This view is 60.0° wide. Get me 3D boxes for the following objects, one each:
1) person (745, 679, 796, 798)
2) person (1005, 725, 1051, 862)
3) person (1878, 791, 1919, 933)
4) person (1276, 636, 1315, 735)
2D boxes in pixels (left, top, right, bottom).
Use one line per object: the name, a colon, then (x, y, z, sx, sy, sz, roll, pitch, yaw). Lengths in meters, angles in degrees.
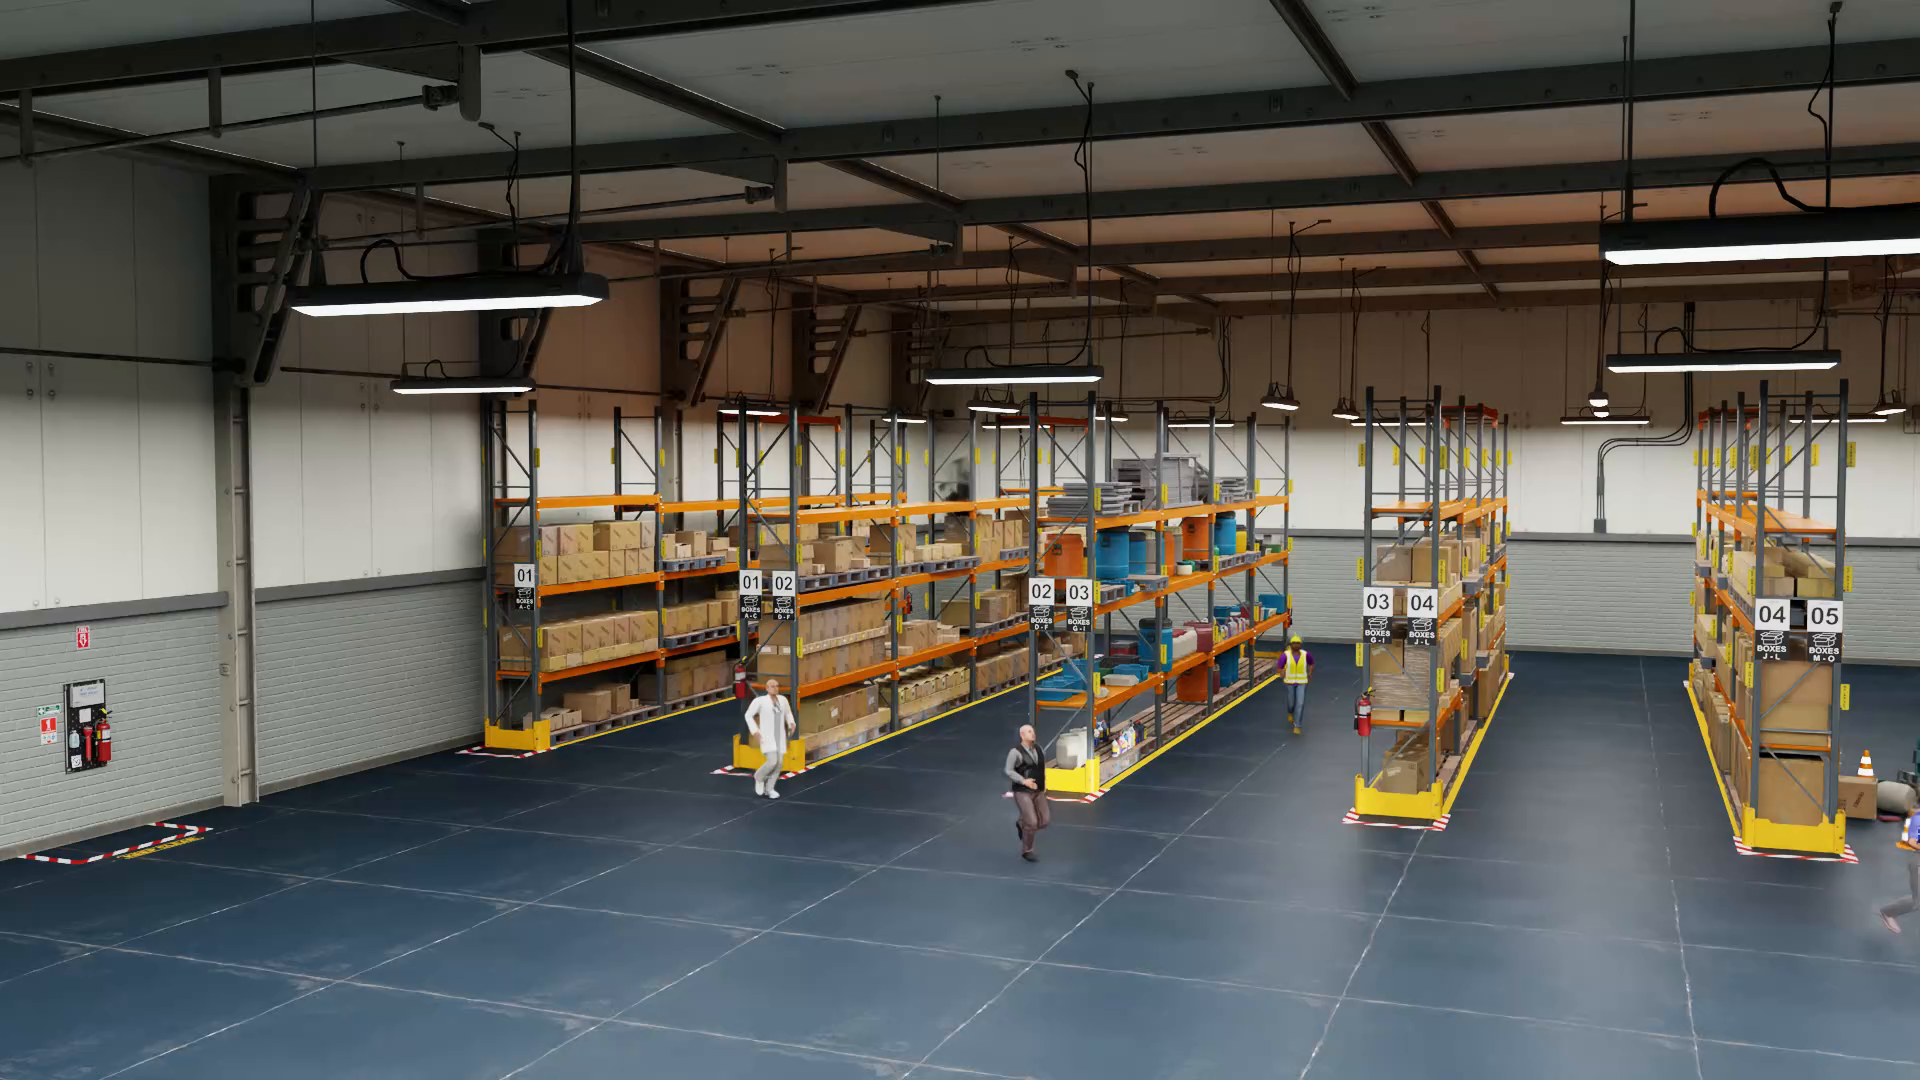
person: (-2.743, 2.922, 24.486, 0.722, 1.745, 0.627, -2, 4, -40)
person: (0.848, 3.145, 20.769, 0.691, 1.686, 0.609, -2, 4, -40)
person: (9.866, 3.342, 16.979, 0.590, 1.668, 0.920, -1, 3, -26)
person: (6.136, 2.627, 30.389, 0.699, 1.758, 0.905, 0, 3, 8)
